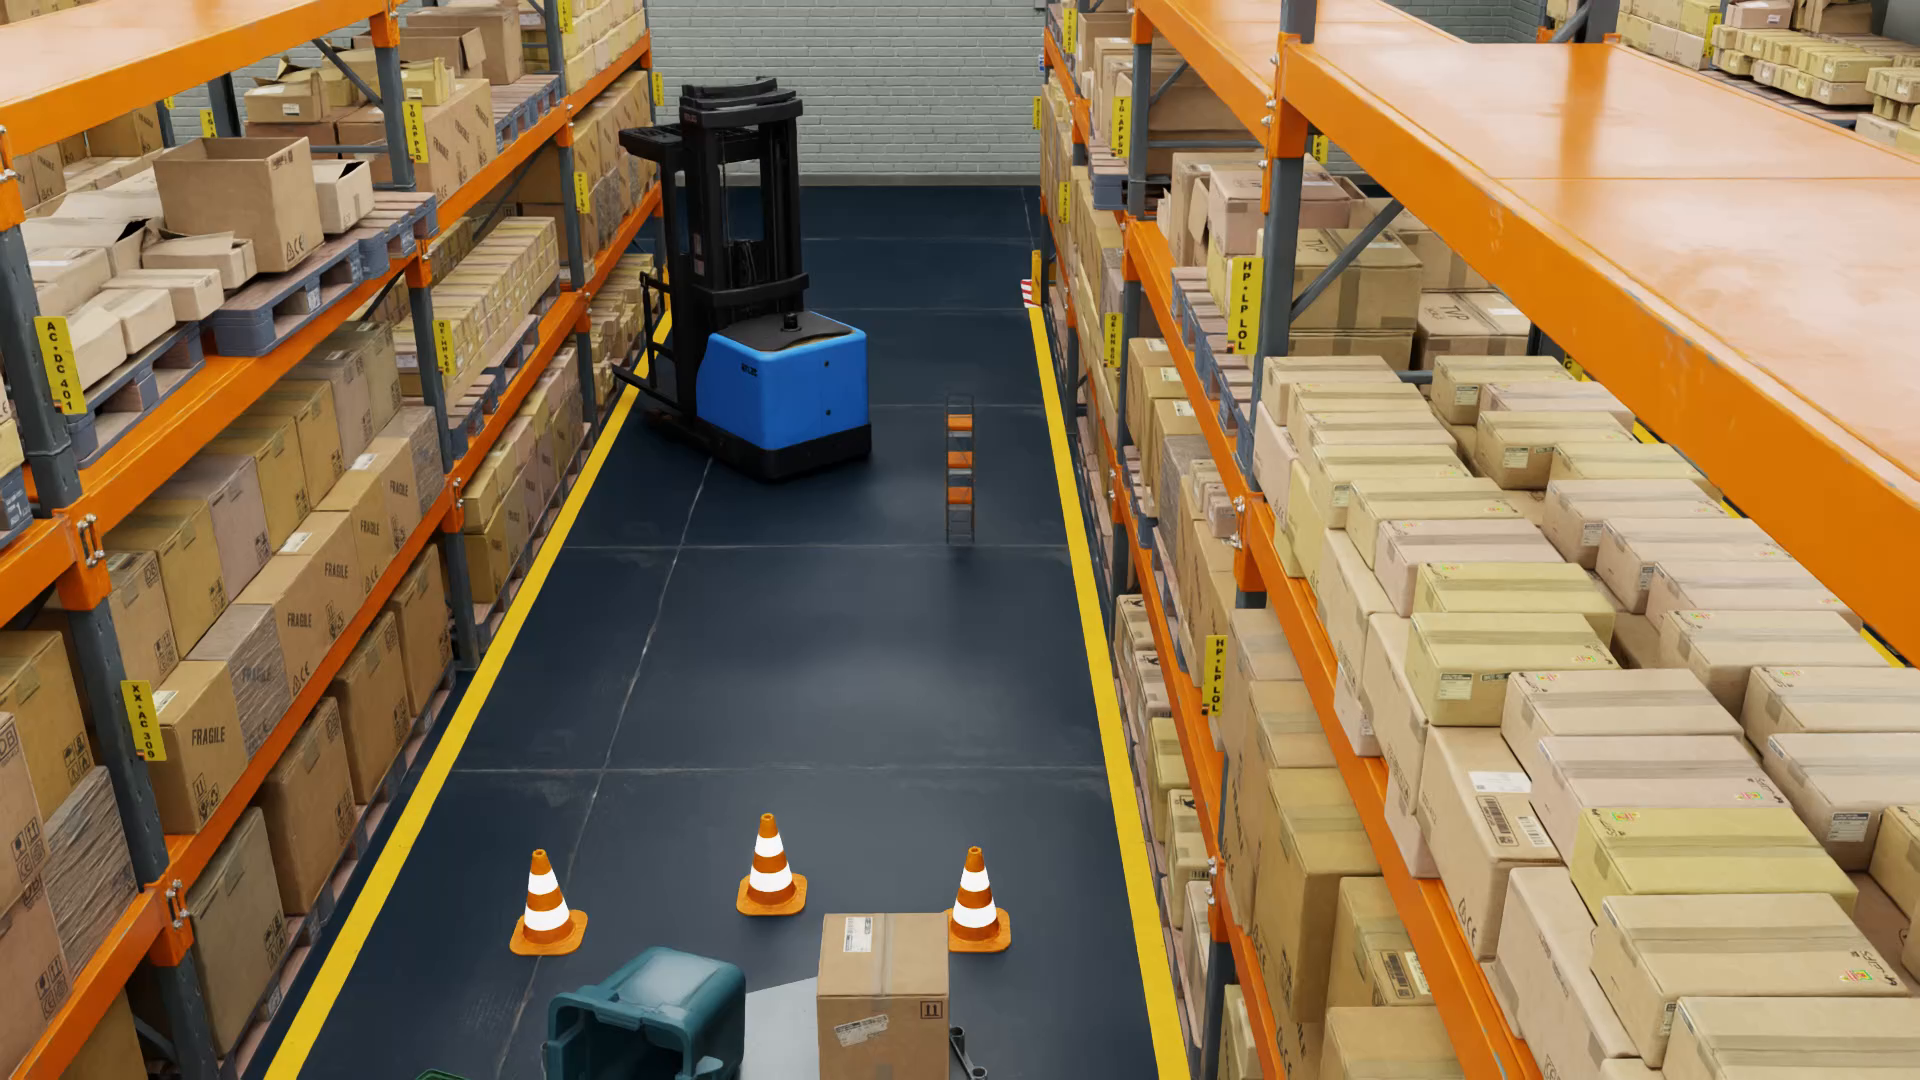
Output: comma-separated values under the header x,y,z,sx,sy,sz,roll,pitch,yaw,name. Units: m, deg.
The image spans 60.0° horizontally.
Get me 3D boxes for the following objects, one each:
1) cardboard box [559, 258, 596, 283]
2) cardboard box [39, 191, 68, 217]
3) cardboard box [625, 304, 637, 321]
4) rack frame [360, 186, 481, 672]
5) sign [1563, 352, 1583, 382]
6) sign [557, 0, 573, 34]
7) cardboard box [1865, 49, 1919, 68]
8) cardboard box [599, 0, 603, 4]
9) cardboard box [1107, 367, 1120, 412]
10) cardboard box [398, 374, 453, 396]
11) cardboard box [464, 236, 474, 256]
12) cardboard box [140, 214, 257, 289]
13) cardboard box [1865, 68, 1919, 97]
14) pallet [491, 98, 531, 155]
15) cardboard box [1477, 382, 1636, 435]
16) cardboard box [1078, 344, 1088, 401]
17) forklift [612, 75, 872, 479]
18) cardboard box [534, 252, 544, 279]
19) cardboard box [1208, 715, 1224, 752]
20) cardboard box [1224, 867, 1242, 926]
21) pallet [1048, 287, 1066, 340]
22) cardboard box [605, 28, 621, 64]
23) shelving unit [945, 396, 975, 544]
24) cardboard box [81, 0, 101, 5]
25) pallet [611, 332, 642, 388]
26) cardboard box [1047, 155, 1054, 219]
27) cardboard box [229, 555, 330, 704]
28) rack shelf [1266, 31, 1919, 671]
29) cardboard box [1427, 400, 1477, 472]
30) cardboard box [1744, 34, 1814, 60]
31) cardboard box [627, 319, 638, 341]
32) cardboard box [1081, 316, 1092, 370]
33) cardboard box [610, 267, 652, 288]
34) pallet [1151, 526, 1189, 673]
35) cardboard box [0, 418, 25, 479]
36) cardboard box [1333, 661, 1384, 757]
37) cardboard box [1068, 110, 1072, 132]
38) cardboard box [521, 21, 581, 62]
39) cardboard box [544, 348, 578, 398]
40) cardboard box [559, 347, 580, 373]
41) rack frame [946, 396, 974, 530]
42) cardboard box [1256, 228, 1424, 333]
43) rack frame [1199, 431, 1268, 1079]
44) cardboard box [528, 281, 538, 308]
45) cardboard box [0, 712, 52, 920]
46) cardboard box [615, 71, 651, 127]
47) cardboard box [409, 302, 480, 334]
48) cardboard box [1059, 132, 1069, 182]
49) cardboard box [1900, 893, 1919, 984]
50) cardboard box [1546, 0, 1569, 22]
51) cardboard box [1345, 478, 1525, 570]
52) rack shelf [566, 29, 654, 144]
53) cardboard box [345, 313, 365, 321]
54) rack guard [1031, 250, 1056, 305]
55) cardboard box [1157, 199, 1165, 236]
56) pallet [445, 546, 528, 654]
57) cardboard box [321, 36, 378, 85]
x,y,z,sx,sy,sz,roll,pitch,yaw,name
-3.225,-2.222,13.712,0.380,0.149,0.250,1,24,1,cardboard box
-8.265,-2.918,14.767,0.500,0.250,0.500,0,24,1,cardboard box
-3.292,-2.145,15.826,0.380,0.149,0.250,1,24,2,cardboard box
-3.506,-0.570,9.755,1.000,3.000,0.127,0,24,-1,rack frame
2.029,-0.594,5.539,0.100,0.325,0.005,0,24,-1,sign
-2.995,-4.004,12.602,0.100,0.325,0.005,0,24,-1,sign
6.445,-3.275,11.408,0.380,0.149,0.250,0,24,0,cardboard box
-3.293,-4.697,14.330,0.380,0.149,0.250,-1,24,-2,cardboard box
1.183,-0.992,10.262,0.500,0.250,0.500,0,24,-1,cardboard box
-3.311,-0.983,10.101,0.380,0.149,0.250,1,24,2,cardboard box
-4.005,-2.267,12.939,0.380,0.149,0.250,0,24,0,cardboard box
-3.271,-1.237,7.120,0.396,0.266,0.258,0,24,-1,cardboard box
6.092,-2.949,10.710,0.380,0.149,0.250,0,24,0,cardboard box
-3.635,-2.818,11.311,1.213,0.211,1.003,0,24,-1,pallet
1.788,-0.365,4.998,0.380,0.149,0.250,-1,24,-2,cardboard box
1.500,-1.566,14.555,0.875,0.438,0.875,-1,24,-1,cardboard box
-2.052,-2.348,13.767,1.130,2.935,3.031,-19,31,-36,forklift
-3.344,-2.057,12.476,0.380,0.149,0.250,1,24,2,cardboard box
1.205,0.726,6.683,0.380,0.149,0.250,0,24,0,cardboard box
1.169,1.260,6.013,0.380,0.149,0.250,0,24,-1,cardboard box
1.442,-2.331,17.031,1.003,0.211,1.213,0,24,-1,pallet
-3.293,-4.345,14.643,0.500,0.250,0.500,1,24,2,cardboard box
-0.001,-0.500,11.966,0.215,1.050,0.252,0,24,-1,shelving unit
-8.495,-5.321,15.867,0.700,0.500,0.500,-2,24,-4,cardboard box
-3.609,-1.729,15.699,1.003,0.211,1.213,0,24,-1,pallet
1.094,-3.359,15.800,0.500,0.500,0.500,0,24,-1,cardboard box
-3.208,0.400,7.487,0.500,0.500,0.500,0,24,-1,cardboard box
1.508,-0.566,3.342,1.077,0.370,4.000,0,24,-1,rack shelf
1.760,-0.239,5.202,0.500,0.250,0.500,0,24,-1,cardboard box
5.962,-3.592,12.108,0.380,0.149,0.250,-1,24,-2,cardboard box
-3.294,-2.009,15.886,0.380,0.149,0.250,0,24,0,cardboard box
1.133,-1.401,11.773,0.500,0.250,0.500,-1,24,-1,cardboard box
-3.259,-2.603,16.478,0.380,0.149,0.250,-1,24,-2,cardboard box
1.505,0.269,8.132,1.003,0.211,1.213,0,24,-1,pallet
-3.139,-0.263,5.108,0.380,0.149,0.250,0,24,-1,cardboard box
1.171,0.423,4.223,0.380,0.149,0.250,-1,24,-2,cardboard box
1.131,-3.624,14.384,0.380,0.149,0.250,0,24,-1,cardboard box
-3.315,-3.944,13.149,0.500,0.250,0.500,1,24,1,cardboard box
-3.289,-1.307,12.997,0.500,0.250,0.500,-1,24,-2,cardboard box
-3.346,-1.525,14.093,0.380,0.149,0.250,1,24,2,cardboard box
-0.002,-0.551,12.077,0.200,1.050,0.008,0,24,-1,rack frame
1.353,-0.942,6.001,0.500,0.250,0.500,0,24,1,cardboard box
1.486,1.014,6.251,1.000,3.000,0.127,0,24,-1,rack frame
-3.341,-1.820,12.312,0.380,0.149,0.250,-1,24,-3,cardboard box
-3.370,0.896,5.020,0.875,0.550,0.550,0,24,-1,cardboard box
-3.340,-4.316,16.341,0.500,0.500,0.500,-1,24,-2,cardboard box
-3.323,-1.431,10.730,0.380,0.149,0.250,-1,24,-3,cardboard box
1.120,-3.186,14.203,0.500,0.500,0.500,-1,24,-1,cardboard box
1.770,0.692,2.660,0.380,0.149,0.250,0,24,-1,cardboard box
6.050,-5.204,16.182,0.500,0.250,0.500,-1,24,-1,cardboard box
1.219,-0.044,4.288,0.380,0.149,0.250,-1,24,-2,cardboard box
-3.571,-4.082,14.751,1.077,0.370,4.000,0,24,-1,rack shelf
-3.973,-1.330,10.507,0.380,0.149,0.250,0,24,1,cardboard box
1.355,-2.802,17.722,1.175,0.500,0.348,0,24,-1,rack guard
1.276,-1.756,9.041,0.380,0.149,0.250,0,24,-1,cardboard box
-3.513,0.378,11.041,1.003,0.211,1.213,0,24,-1,pallet
-3.805,-3.027,10.496,0.396,0.266,0.258,0,24,-1,cardboard box
